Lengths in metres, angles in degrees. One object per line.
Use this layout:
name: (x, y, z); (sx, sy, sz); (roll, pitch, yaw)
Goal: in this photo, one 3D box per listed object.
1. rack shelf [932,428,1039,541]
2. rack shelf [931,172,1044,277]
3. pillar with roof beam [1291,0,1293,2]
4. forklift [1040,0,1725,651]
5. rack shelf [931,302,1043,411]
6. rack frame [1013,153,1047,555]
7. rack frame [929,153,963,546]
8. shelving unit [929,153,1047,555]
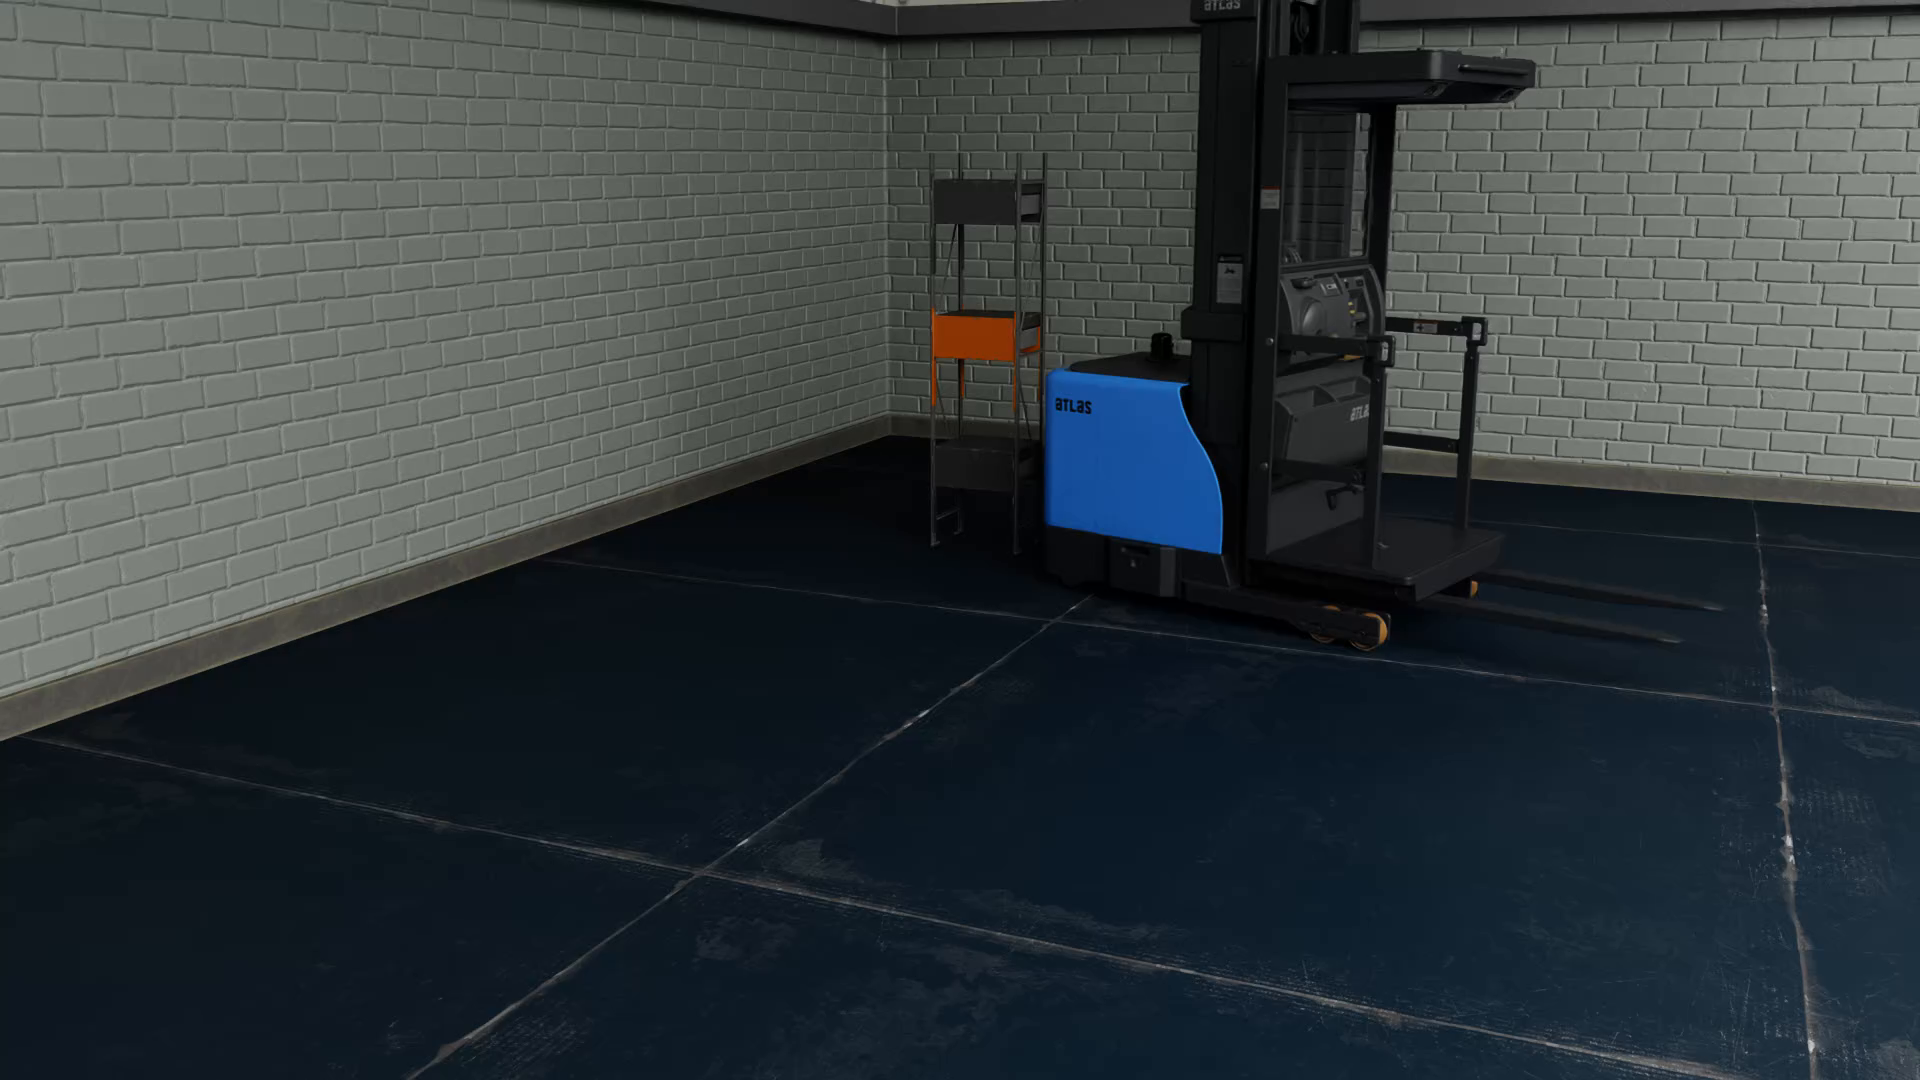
rack shelf: (0.151, -0.312, 9.113); (0.480, 0.518, 0.431); (6, 14, 23)
rack shelf: (0.151, -1.675, 8.793); (0.480, 0.518, 0.431); (6, 14, 23)
pillar with roof beam: (0.386, -3.982, 6.525); (0.400, 9.000, 9.100); (6, 14, 23)
forklift: (1.864, -1.083, 7.453); (3.031, 2.935, 1.130); (10, 17, 38)
rack shelf: (0.151, -0.994, 8.953); (0.480, 0.518, 0.431); (6, 14, 23)
rack frame: (0.374, -0.984, 8.853); (0.015, 2.100, 0.400); (6, 14, 23)
rack frame: (-0.072, -1.029, 9.046); (0.015, 2.100, 0.400); (6, 14, 23)
shelving unit: (0.151, -1.007, 8.950); (0.503, 2.100, 0.431); (6, 14, 23)
